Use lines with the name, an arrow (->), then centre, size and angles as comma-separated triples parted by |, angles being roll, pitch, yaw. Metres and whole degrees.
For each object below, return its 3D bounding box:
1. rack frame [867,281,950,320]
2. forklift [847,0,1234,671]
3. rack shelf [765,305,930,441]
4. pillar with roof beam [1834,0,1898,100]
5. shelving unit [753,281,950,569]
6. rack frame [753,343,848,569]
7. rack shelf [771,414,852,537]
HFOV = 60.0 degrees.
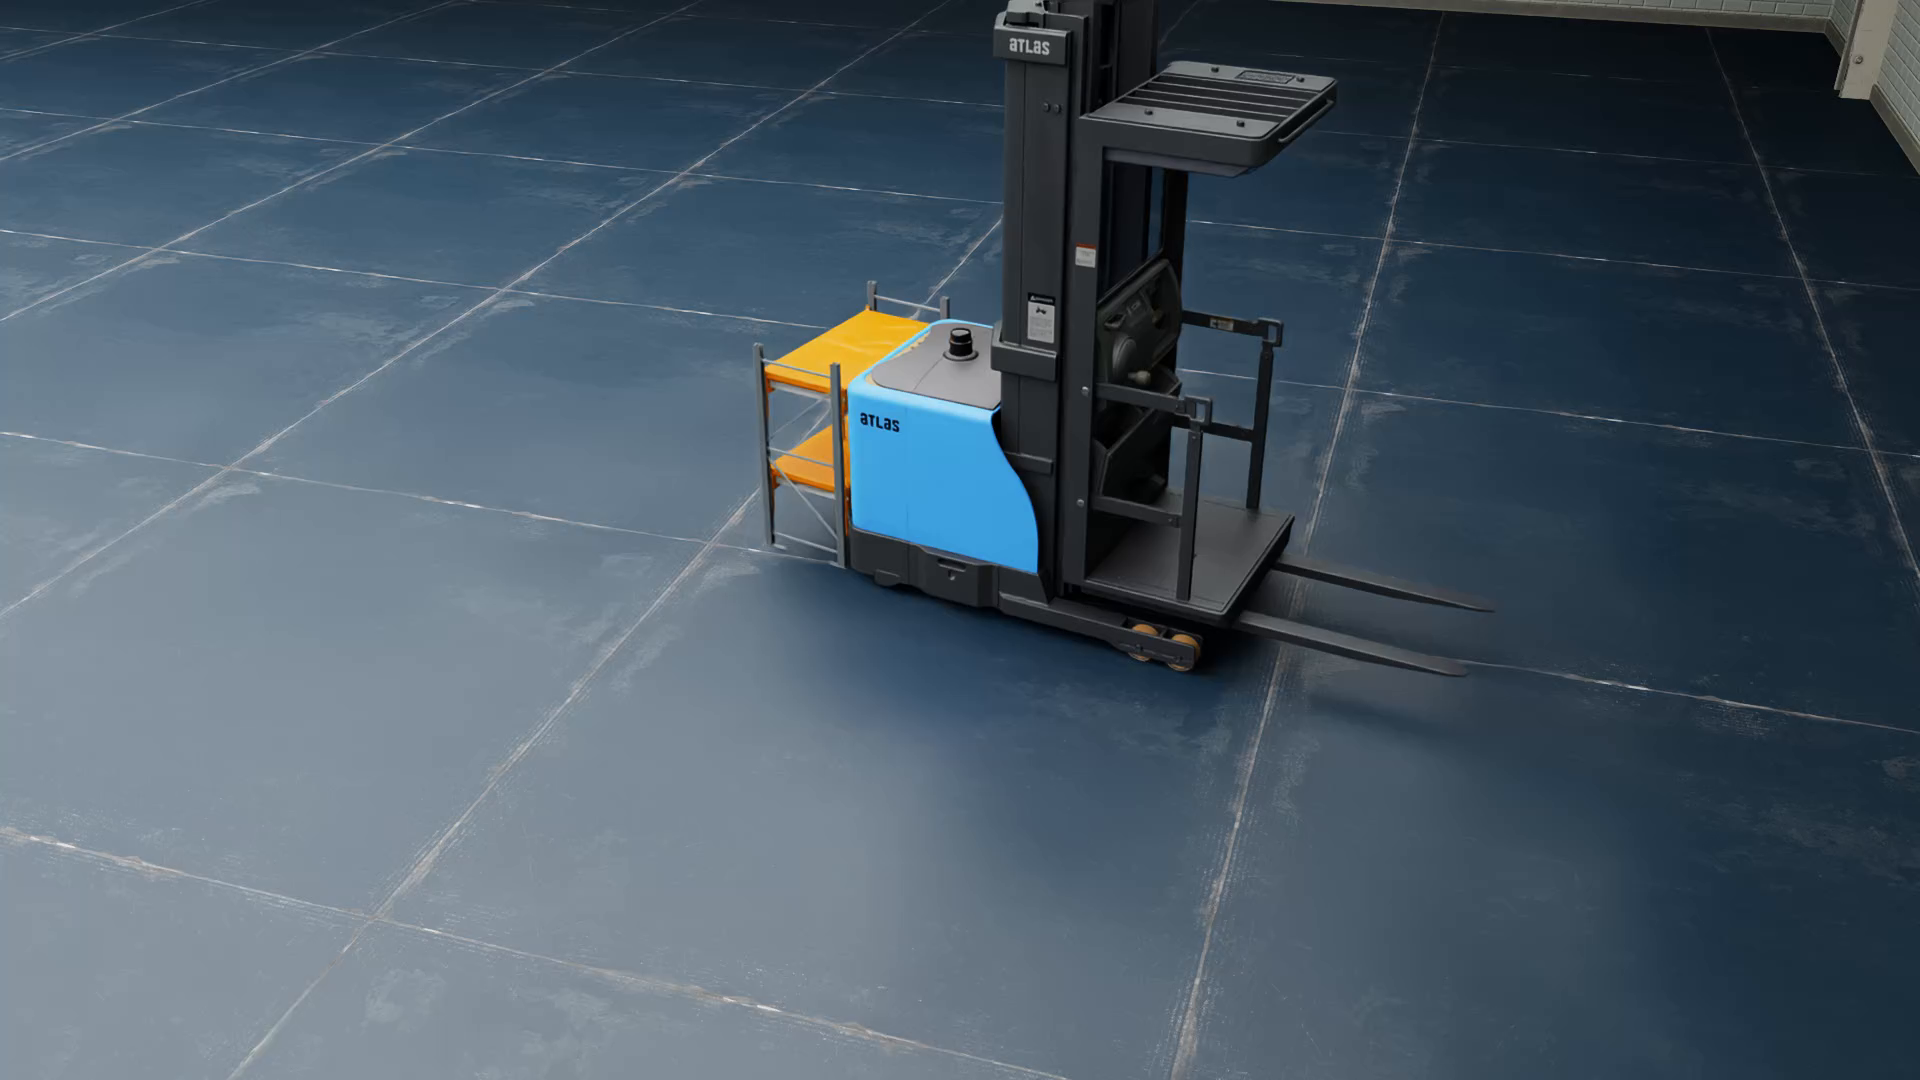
rack frame -> -0.276, -0.835, 9.095 | 0.500, 1.125, 0.032 | 16, 33, 26
forklift -> 0.999, -0.972, 7.482 | 3.031, 2.935, 1.130 | 14, 32, 23
rack shelf -> -0.535, -0.879, 8.570 | 0.538, 0.278, 1.000 | 16, 33, 26
pillar with roof beam -> 4.963, -9.081, 15.818 | 9.100, 9.000, 0.400 | 8, 30, 15
shelving unit -> -0.535, -0.623, 8.713 | 0.538, 1.125, 1.048 | 16, 33, 26
rack frame -> -0.795, -0.410, 8.331 | 0.500, 1.125, 0.032 | 16, 33, 26
rack shelf -> -0.535, -0.409, 8.831 | 0.538, 0.278, 1.000 | 16, 33, 26
